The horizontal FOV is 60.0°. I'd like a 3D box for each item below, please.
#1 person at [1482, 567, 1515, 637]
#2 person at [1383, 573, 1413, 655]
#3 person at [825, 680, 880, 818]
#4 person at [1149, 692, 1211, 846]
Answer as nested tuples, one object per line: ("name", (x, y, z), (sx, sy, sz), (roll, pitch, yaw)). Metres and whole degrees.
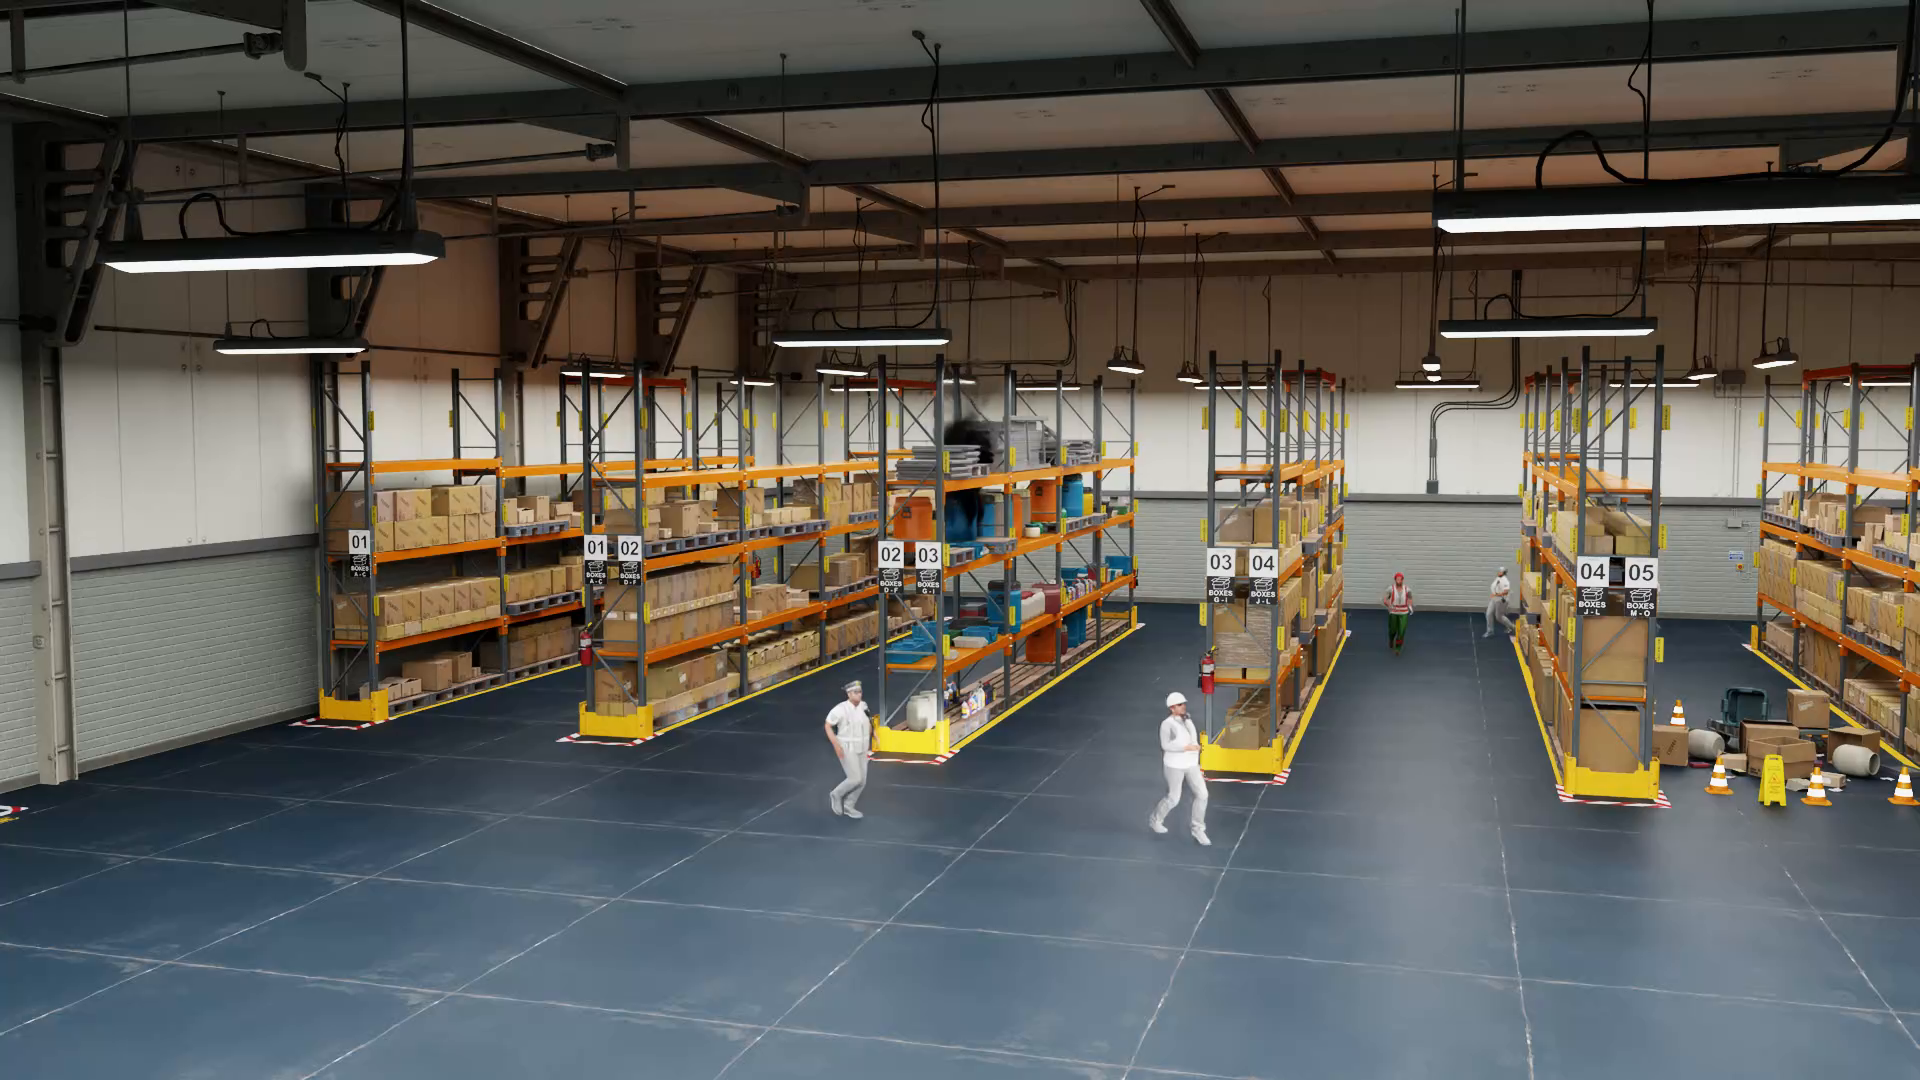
("person", (12.558, 1.440, 38.577), (0.758, 1.665, 0.626), (-1, 4, -12))
("person", (9.404, 1.577, 35.706), (0.653, 1.750, 0.720), (0, 4, 6))
("person", (-1.324, 2.633, 20.983), (0.594, 1.749, 0.675), (4, 5, 41))
("person", (2.641, 2.717, 19.863), (0.658, 1.809, 0.822), (-3, 5, -39))
